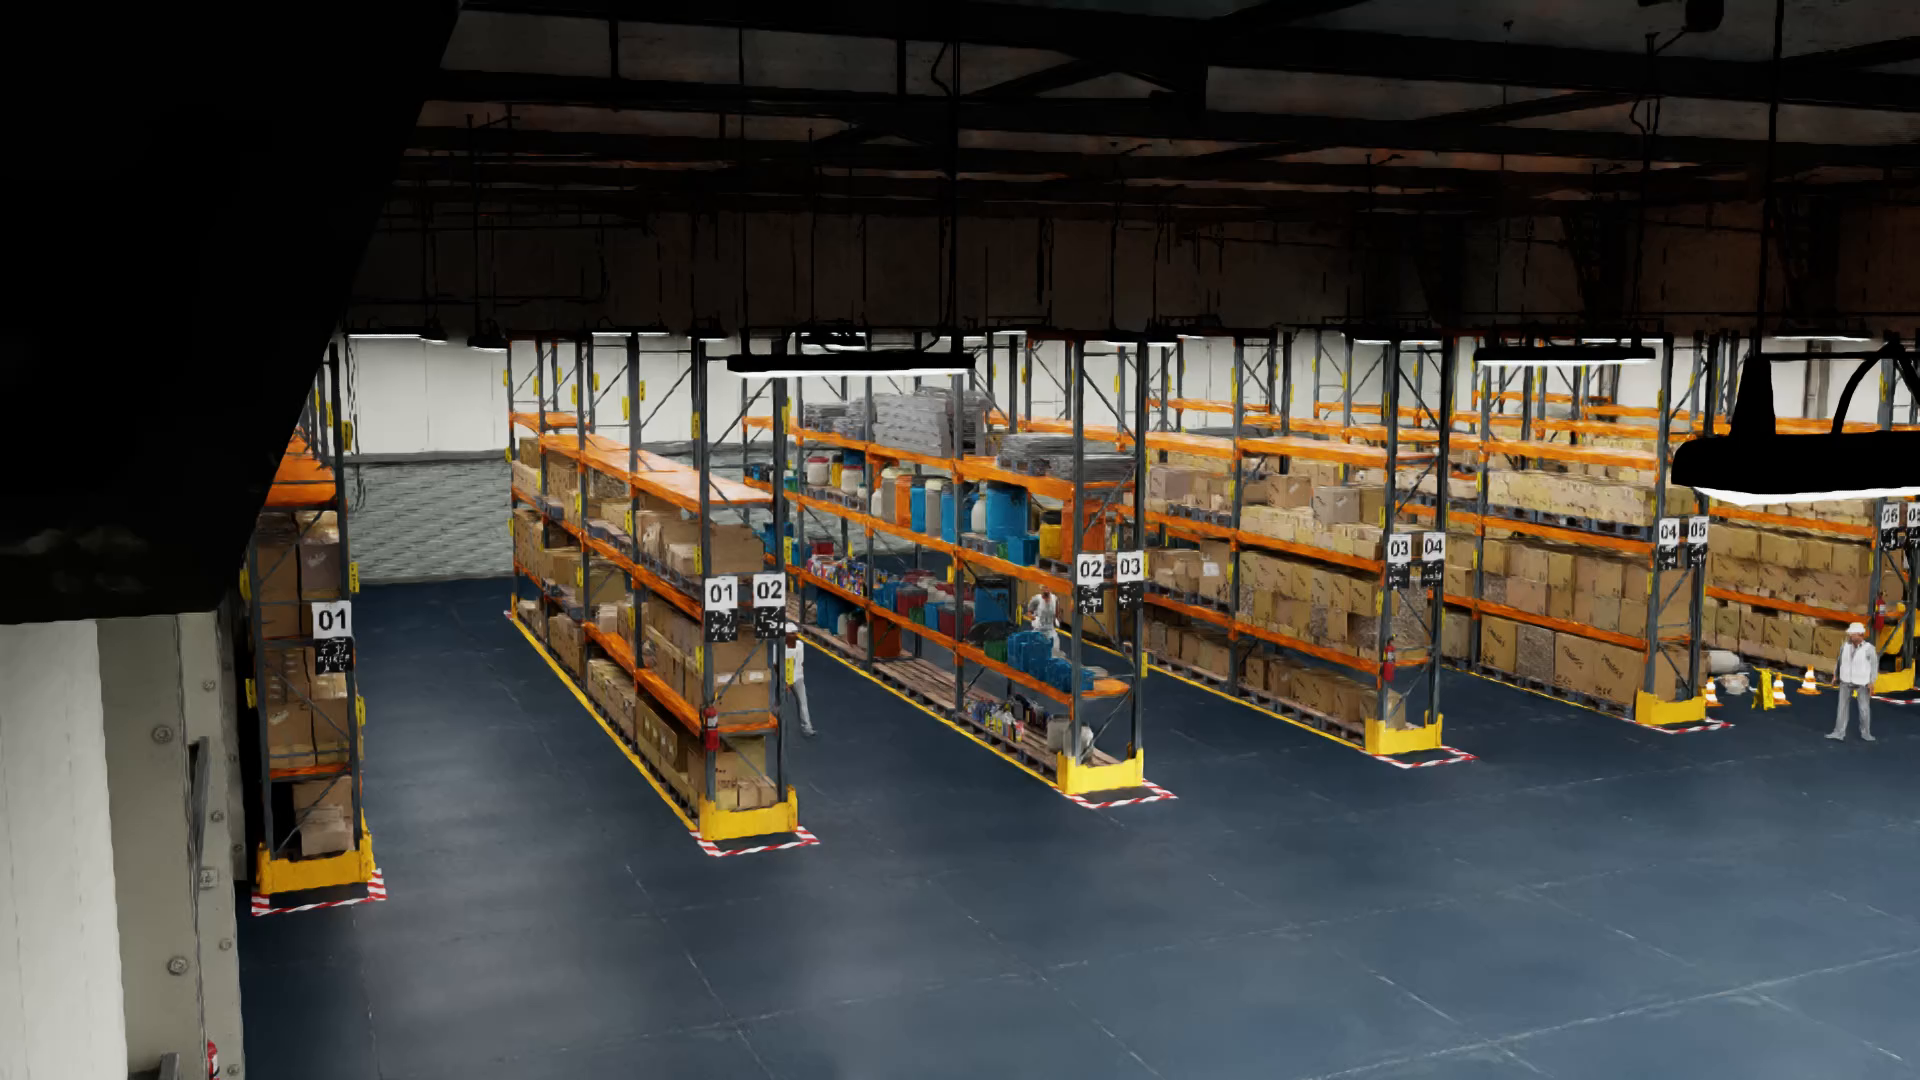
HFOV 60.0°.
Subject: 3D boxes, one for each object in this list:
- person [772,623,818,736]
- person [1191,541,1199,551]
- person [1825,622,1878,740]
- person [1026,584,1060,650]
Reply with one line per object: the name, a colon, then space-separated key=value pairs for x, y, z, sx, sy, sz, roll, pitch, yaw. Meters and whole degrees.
person: x=-2.555 y=2.083 z=25.017 sx=0.571 sy=1.708 sz=1.035 roll=-5 pitch=9 yaw=-31
person: x=6.415 y=-0.581 z=44.391 sx=0.555 sy=1.785 sz=0.714 roll=6 pitch=10 yaw=37
person: x=13.285 y=2.101 z=24.734 sx=0.622 sy=1.773 sz=0.643 roll=-7 pitch=10 yaw=-41
person: x=1.486 y=1.522 z=29.118 sx=0.703 sy=1.722 sz=0.834 roll=-3 pitch=8 yaw=-18
